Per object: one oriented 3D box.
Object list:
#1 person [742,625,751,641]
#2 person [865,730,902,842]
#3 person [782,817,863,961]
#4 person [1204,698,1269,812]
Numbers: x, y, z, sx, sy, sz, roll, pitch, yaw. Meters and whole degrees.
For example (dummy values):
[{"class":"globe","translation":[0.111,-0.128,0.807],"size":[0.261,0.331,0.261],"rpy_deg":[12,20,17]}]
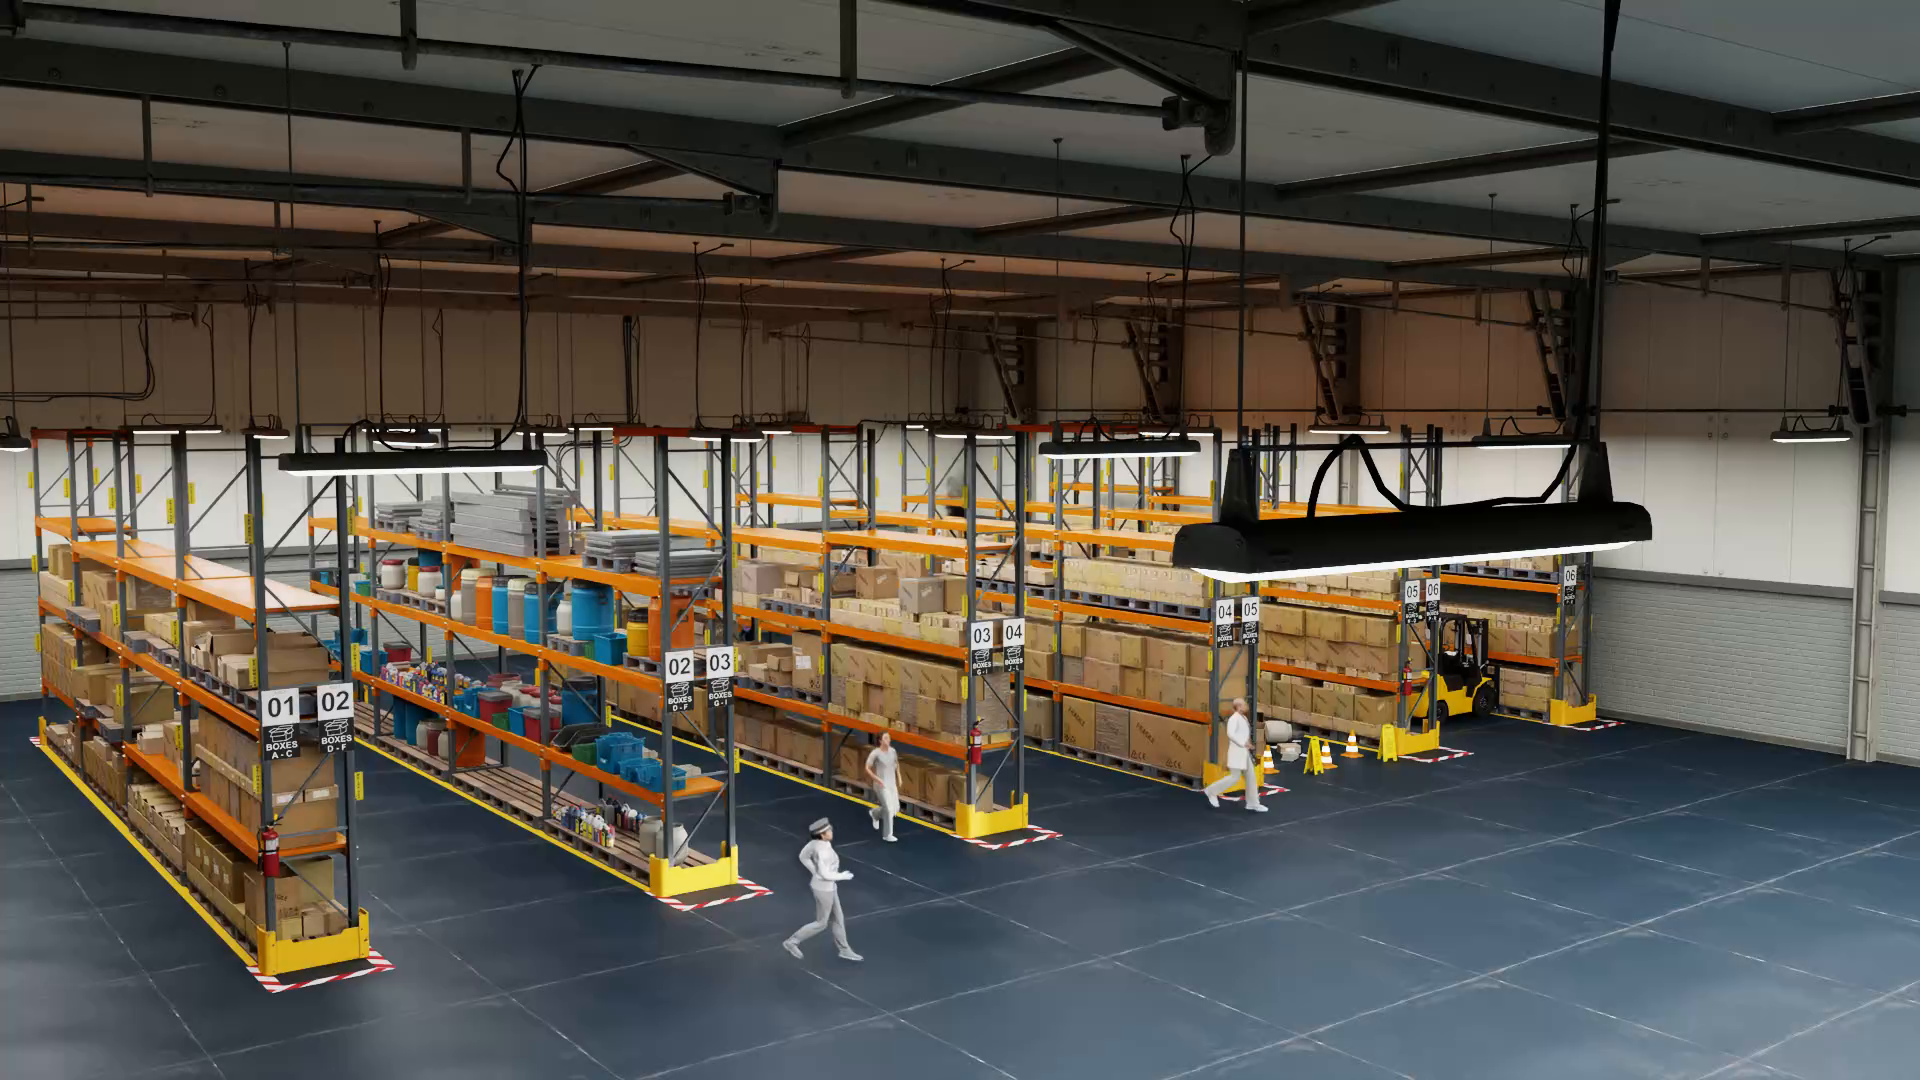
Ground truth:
[{"class":"person","translation":[-5.329,2.230,41.872],"size":[0.659,1.562,0.657],"rpy_deg":[-2,5,-22]},{"class":"person","translation":[-1.148,3.592,24.466],"size":[0.593,1.627,0.664],"rpy_deg":[-4,6,-41]},{"class":"person","translation":[-1.569,3.999,18.941],"size":[0.932,1.703,0.628],"rpy_deg":[-1,5,-12]},{"class":"person","translation":[4.464,3.380,26.344],"size":[0.973,1.733,0.772],"rpy_deg":[2,5,24]}]
